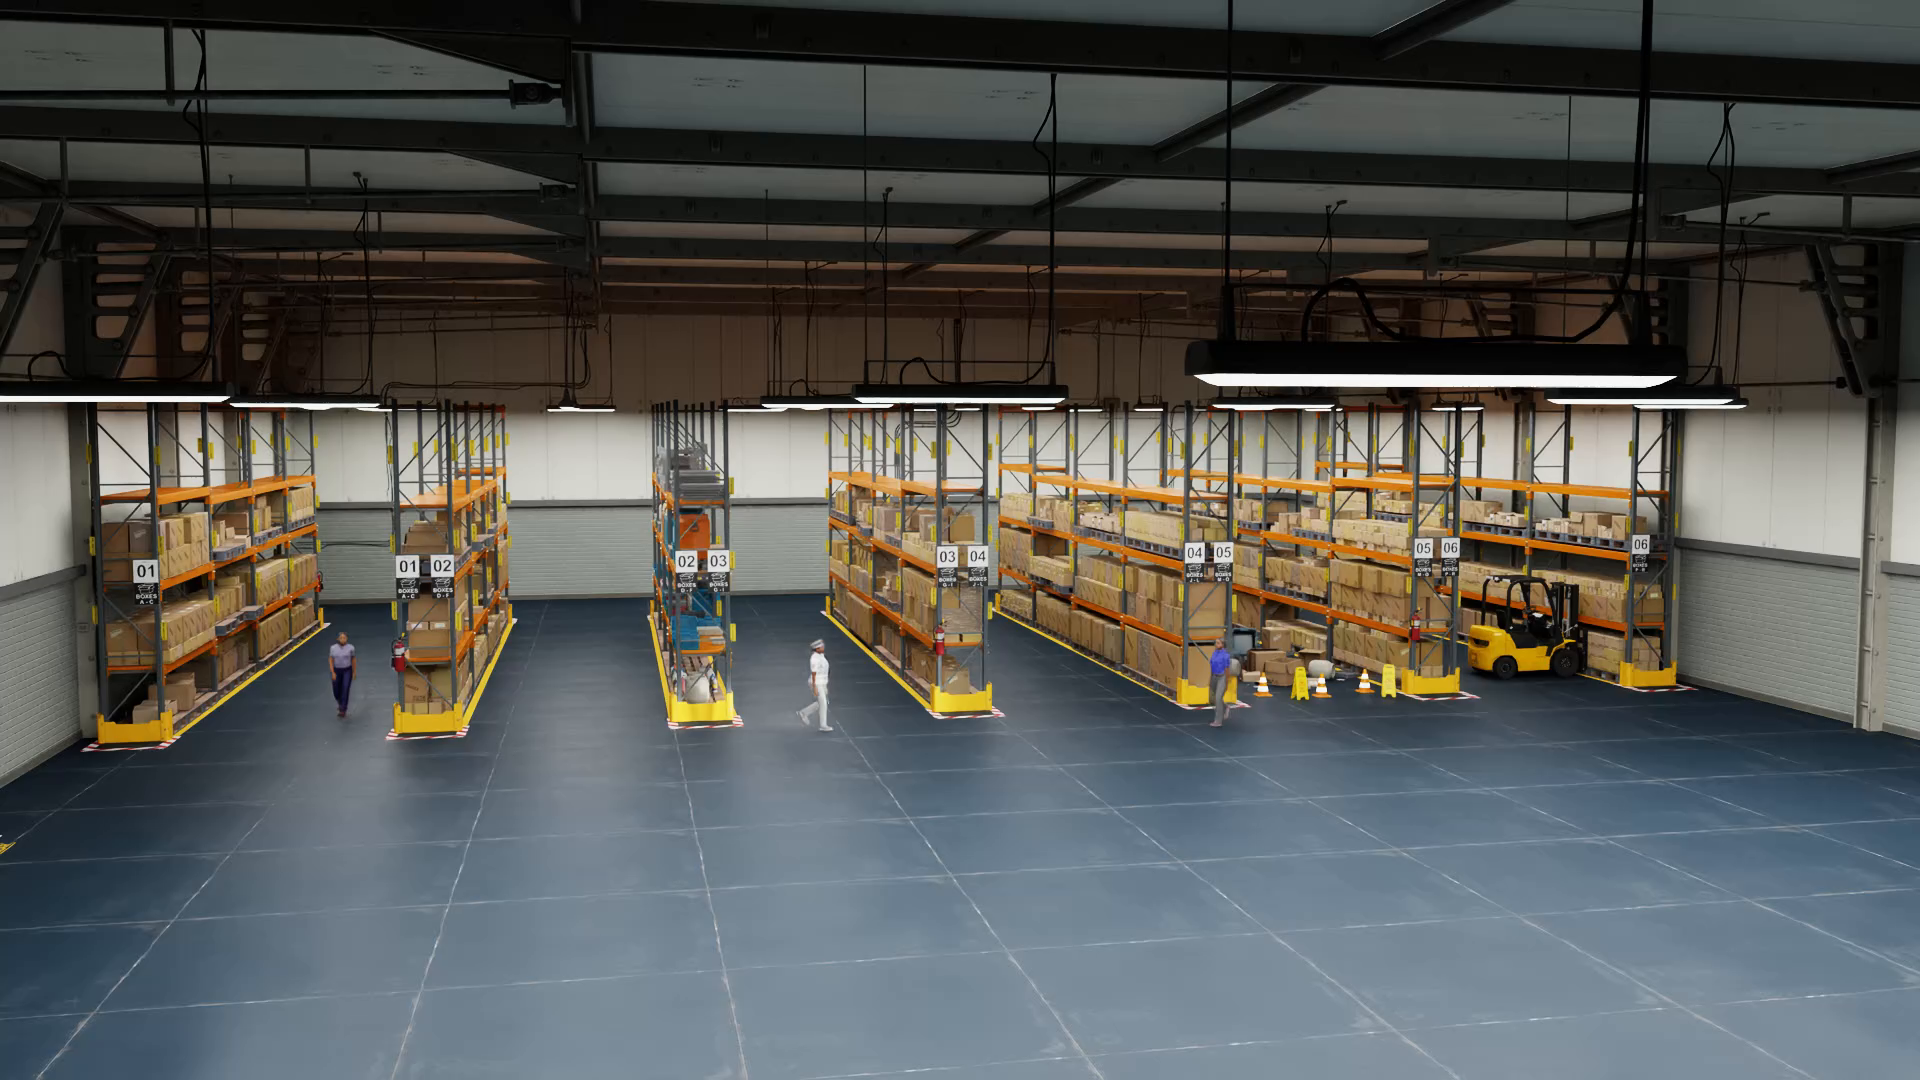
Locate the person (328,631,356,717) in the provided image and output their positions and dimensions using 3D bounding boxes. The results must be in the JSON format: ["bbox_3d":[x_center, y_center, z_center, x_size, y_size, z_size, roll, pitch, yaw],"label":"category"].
[{"bbox_3d":[-11.800,2.532,31.721,0.470,1.567,1.012,-1,4,-11],"label":"person"}]

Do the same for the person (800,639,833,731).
[{"bbox_3d":[-2.607,2.603,30.134,0.734,1.661,0.462,2,5,24],"label":"person"}]

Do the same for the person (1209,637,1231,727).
[{"bbox_3d":[4.819,2.590,30.600,0.730,1.612,0.451,-4,6,-43],"label":"person"}]
